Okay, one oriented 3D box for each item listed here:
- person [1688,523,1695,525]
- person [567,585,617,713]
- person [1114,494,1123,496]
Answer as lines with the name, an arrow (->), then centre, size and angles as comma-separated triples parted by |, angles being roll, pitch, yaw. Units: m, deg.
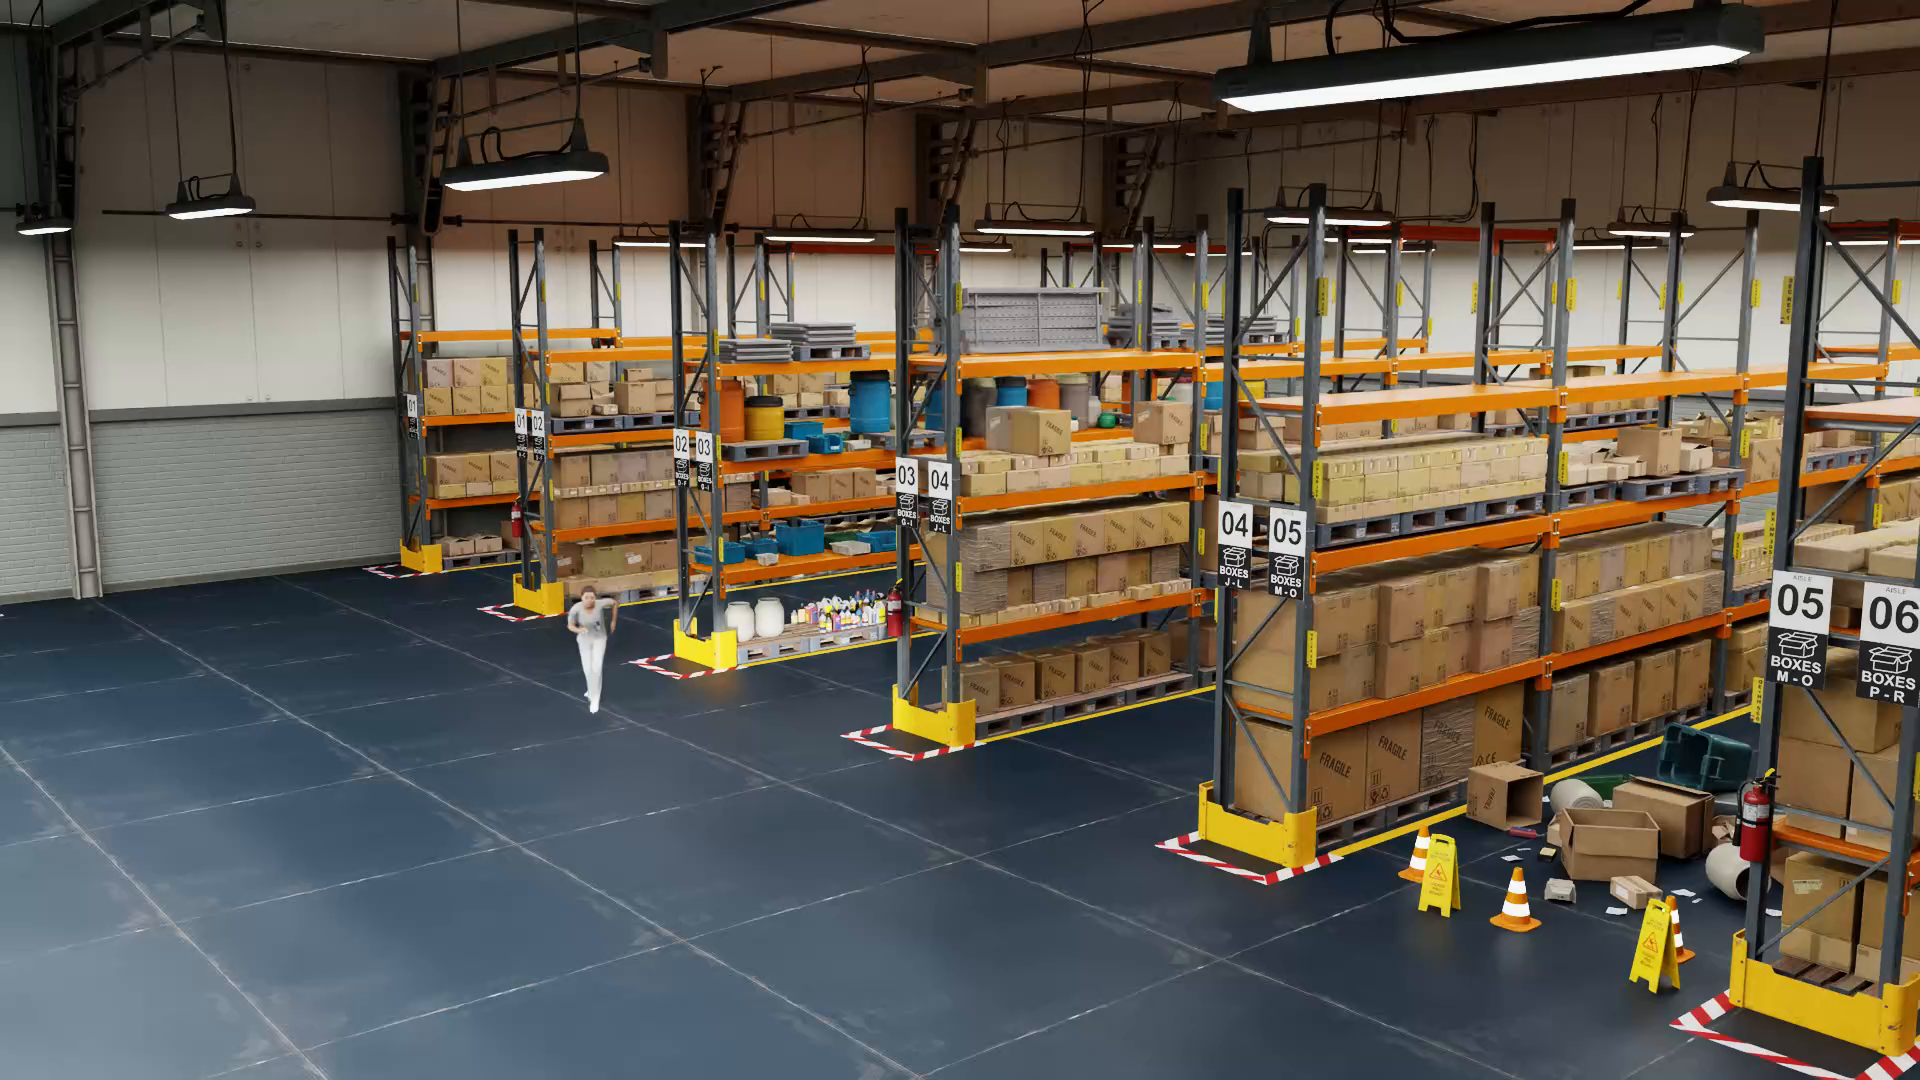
person -> 10.372, 0.667, 23.702 | 0.871, 1.815, 0.690 | -6, 11, -36
person -> -4.497, 1.289, 20.401 | 0.598, 1.605, 0.960 | -2, 9, -11
person -> 2.311, 0.210, 24.537 | 0.692, 1.815, 0.947 | 8, 12, 43
